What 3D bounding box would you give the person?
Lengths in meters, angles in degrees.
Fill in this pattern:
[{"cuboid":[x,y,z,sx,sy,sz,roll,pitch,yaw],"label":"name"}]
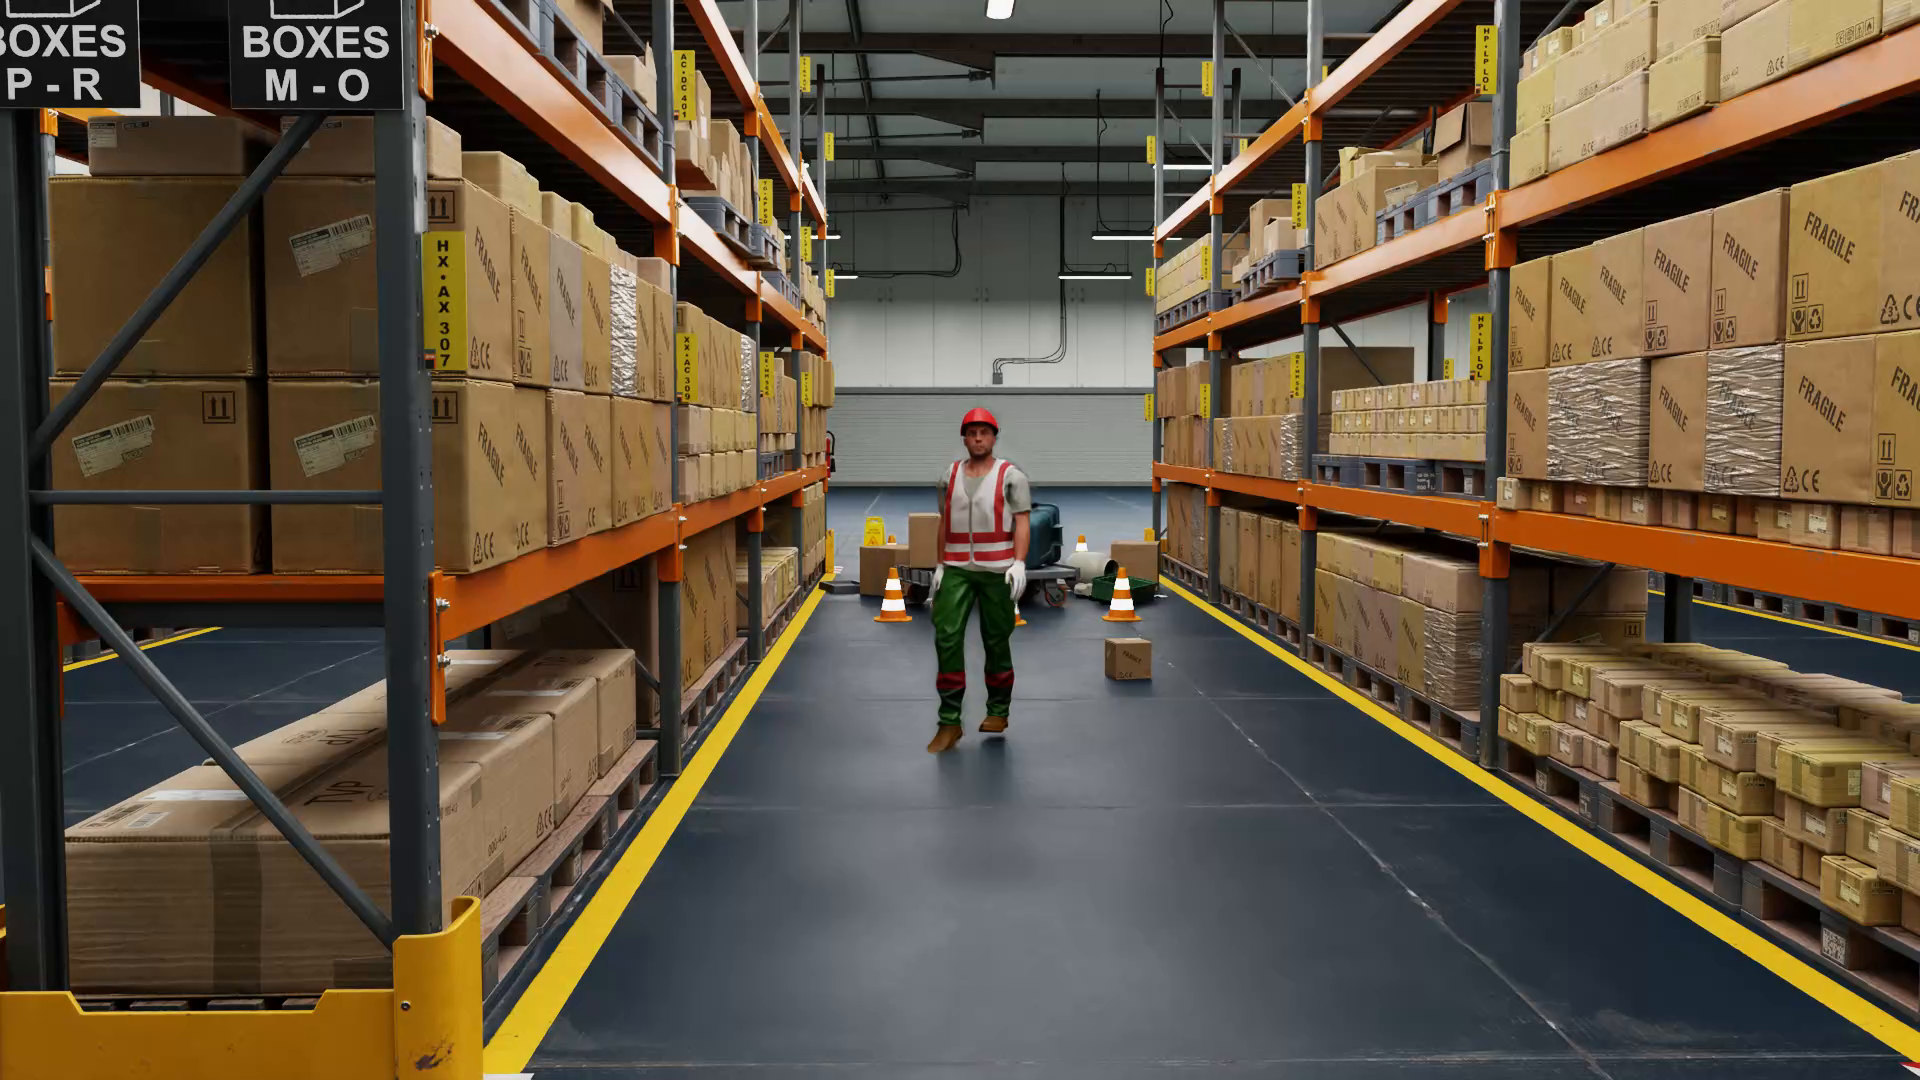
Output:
[{"cuboid":[0.082,0.335,8.892,0.594,1.585,0.690,1,4,16],"label":"person"}]
